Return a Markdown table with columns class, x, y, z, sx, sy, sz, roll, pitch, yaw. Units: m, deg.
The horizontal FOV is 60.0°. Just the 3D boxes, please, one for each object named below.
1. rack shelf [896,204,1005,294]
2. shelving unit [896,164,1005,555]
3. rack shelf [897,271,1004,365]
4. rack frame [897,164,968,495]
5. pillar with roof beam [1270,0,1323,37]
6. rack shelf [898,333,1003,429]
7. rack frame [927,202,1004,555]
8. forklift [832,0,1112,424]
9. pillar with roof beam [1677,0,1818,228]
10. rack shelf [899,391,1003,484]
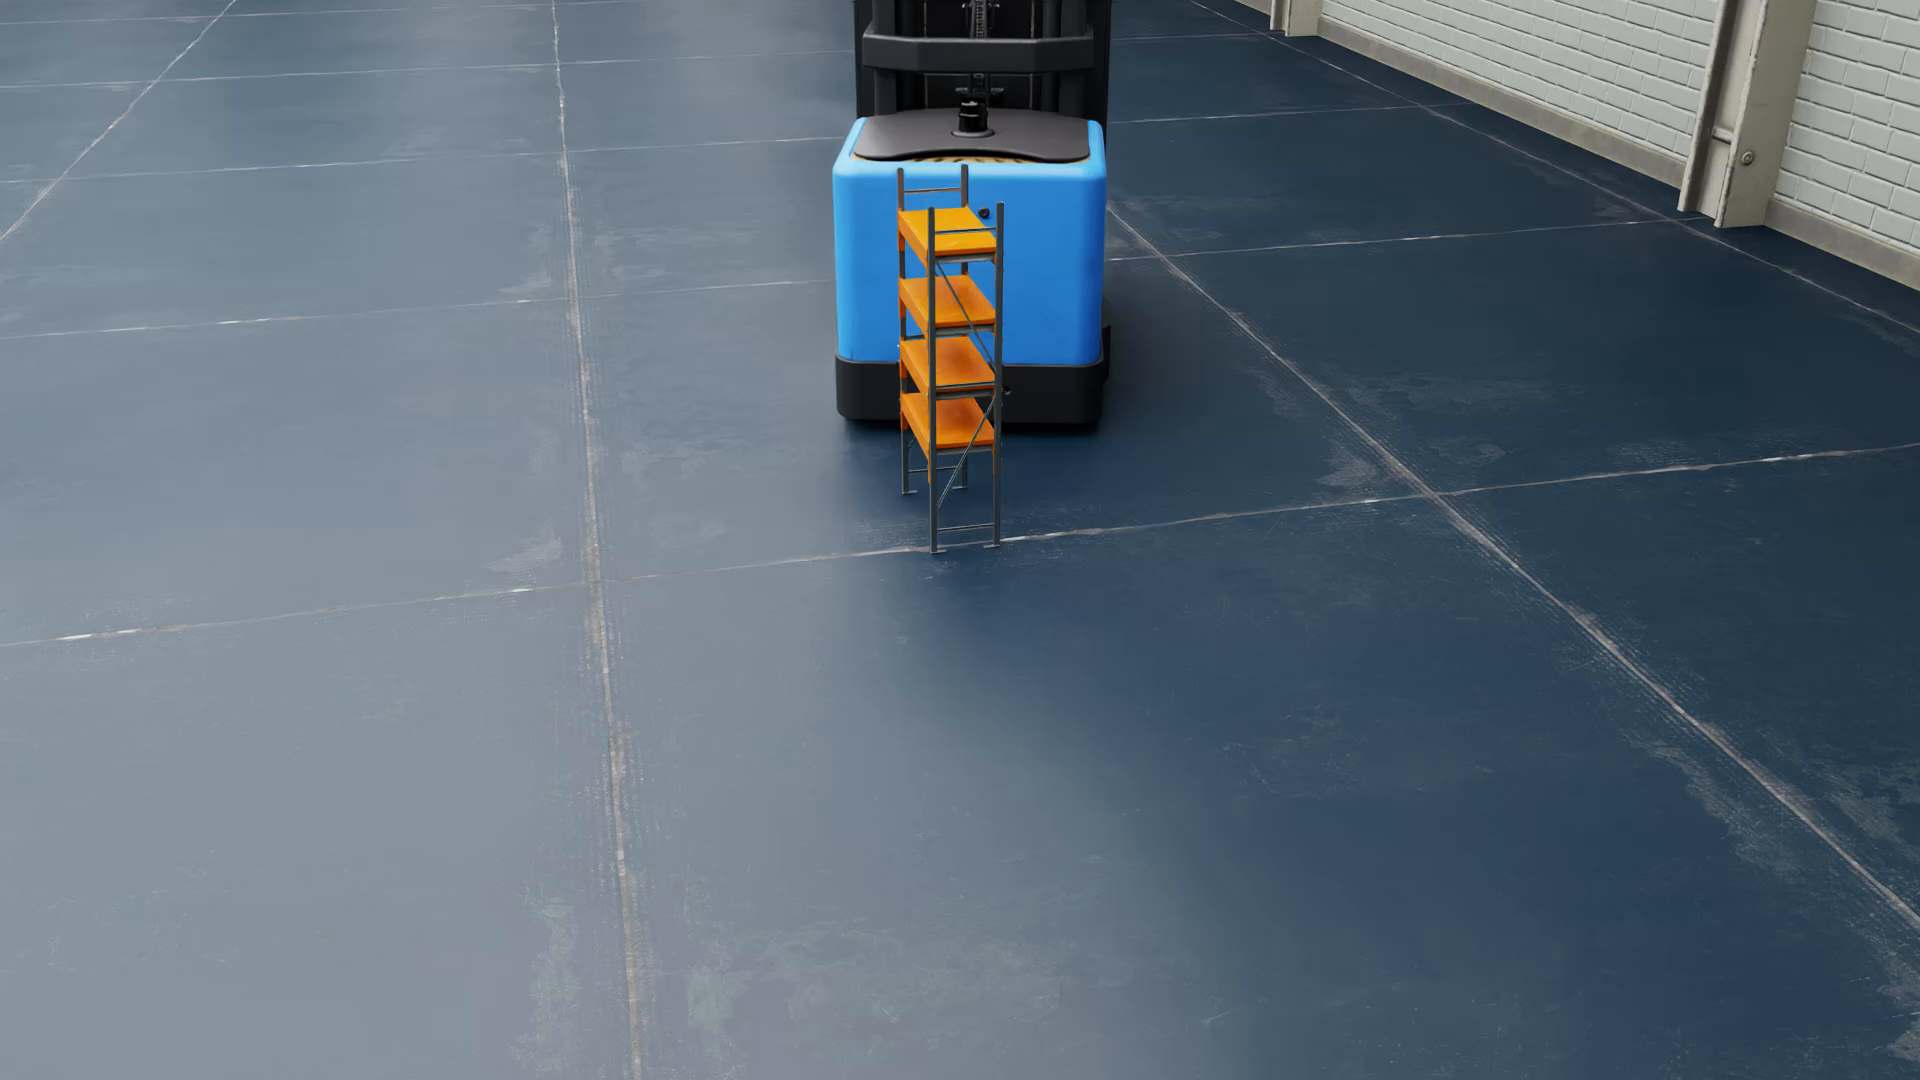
| class | x | y | z | sx | sy | sz | roll | pitch | yaw |
| --- | --- | --- | --- | --- | --- | --- | --- | --- | --- |
| rack shelf | -0.037 | -0.959 | 5.447 | 0.258 | 0.148 | 0.480 | -6 | 27 | -12 |
| shelving unit | -0.037 | -0.608 | 5.624 | 0.258 | 1.200 | 0.503 | -6 | 27 | -12 |
| rack shelf | -0.037 | -0.748 | 5.553 | 0.258 | 0.148 | 0.480 | -6 | 27 | -12 |
| rack frame | -0.092 | -0.715 | 5.836 | 0.240 | 1.200 | 0.015 | -6 | 27 | -12 |
| pillar with roof beam | -1.259 | -8.035 | 11.681 | 9.100 | 9.000 | 0.400 | -6 | 27 | -12 |
| rack shelf | -0.037 | -0.548 | 5.654 | 0.258 | 0.148 | 0.480 | -6 | 27 | -12 |
| rack frame | 0.018 | -0.501 | 5.411 | 0.240 | 1.200 | 0.015 | -6 | 27 | -12 |
| forklift | 0.108 | -2.388 | 7.227 | 1.130 | 2.935 | 3.031 | 1 | 27 | 3 |
| pillar with roof beam | 0.093 | -5.401 | 6.463 | 9.100 | 9.000 | 0.400 | -6 | 27 | -12 |
| rack shelf | -0.037 | -0.371 | 5.743 | 0.258 | 0.148 | 0.480 | -6 | 27 | -12 |
